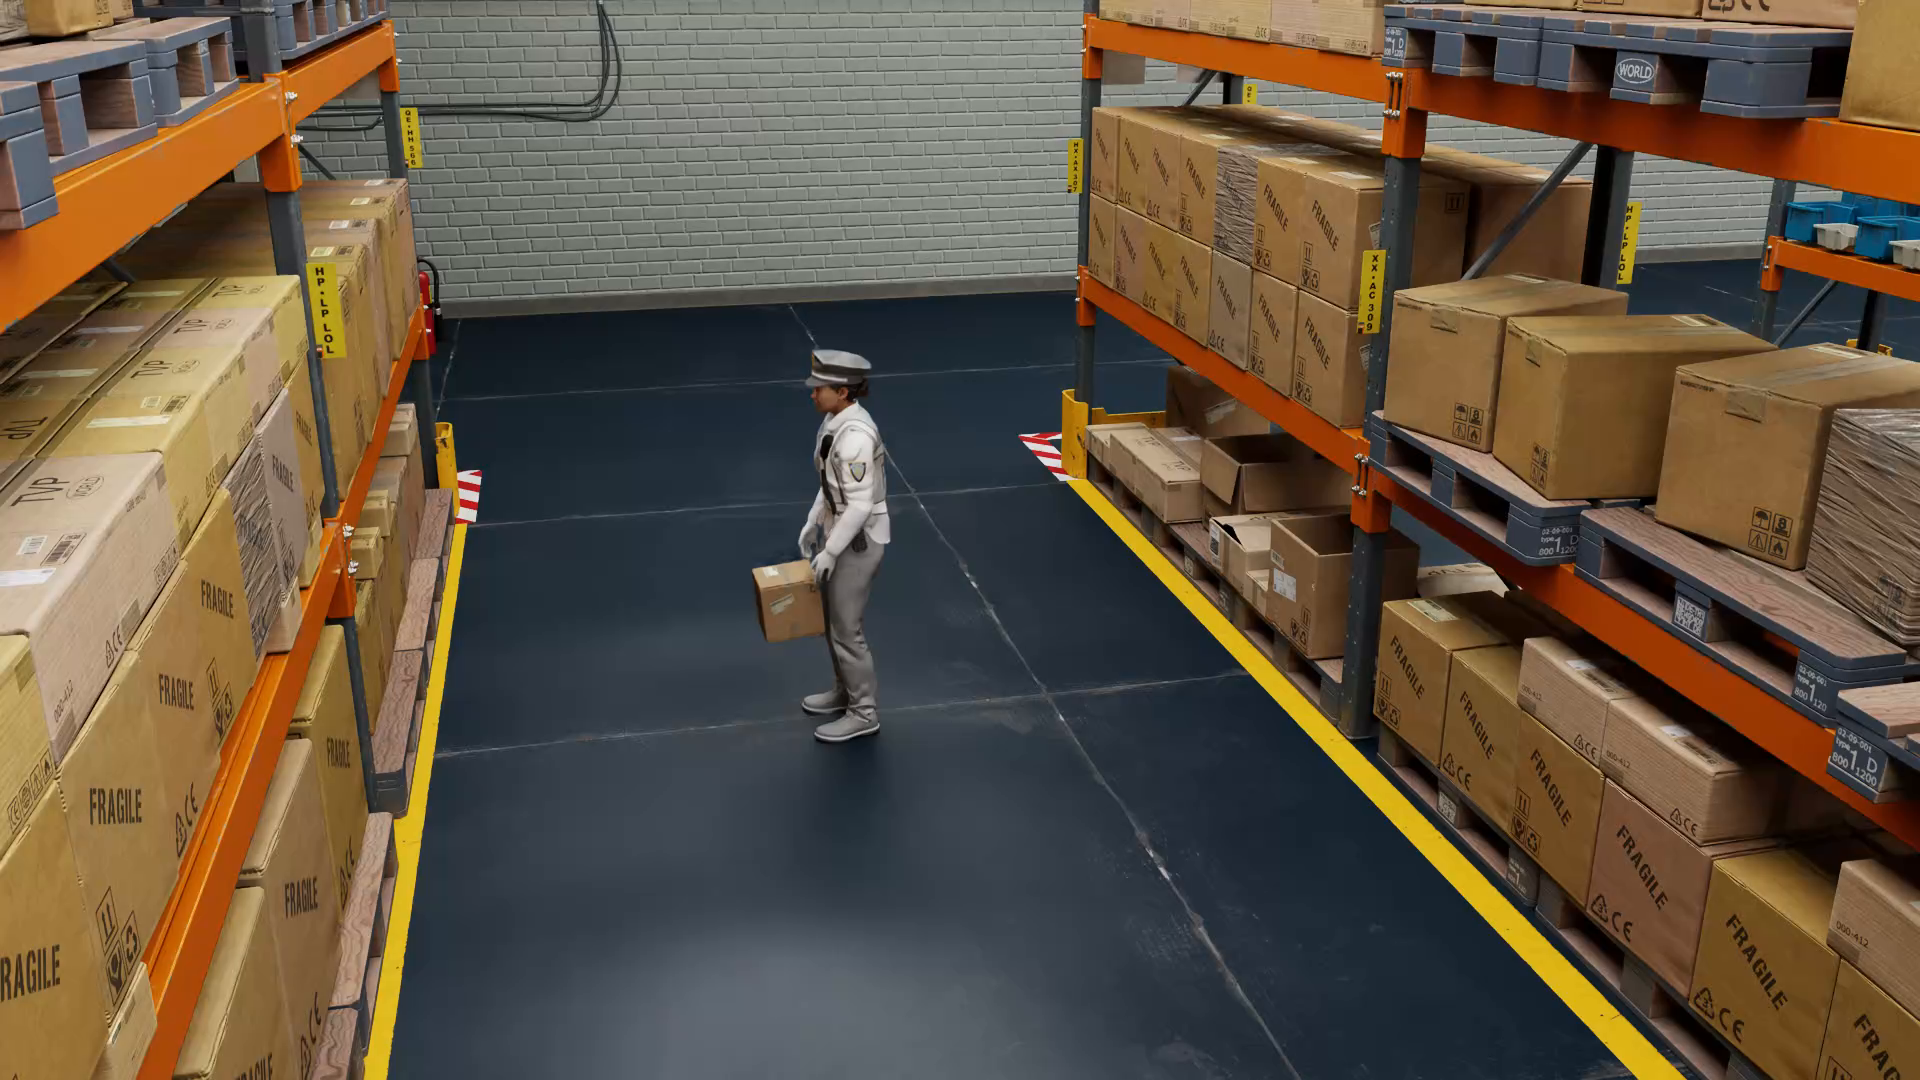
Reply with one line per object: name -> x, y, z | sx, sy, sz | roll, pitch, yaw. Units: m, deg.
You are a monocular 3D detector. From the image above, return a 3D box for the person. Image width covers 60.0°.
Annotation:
person -> -0.482, 0.016, 7.001 | 0.360, 1.677, 0.505 | -5, 20, -14
